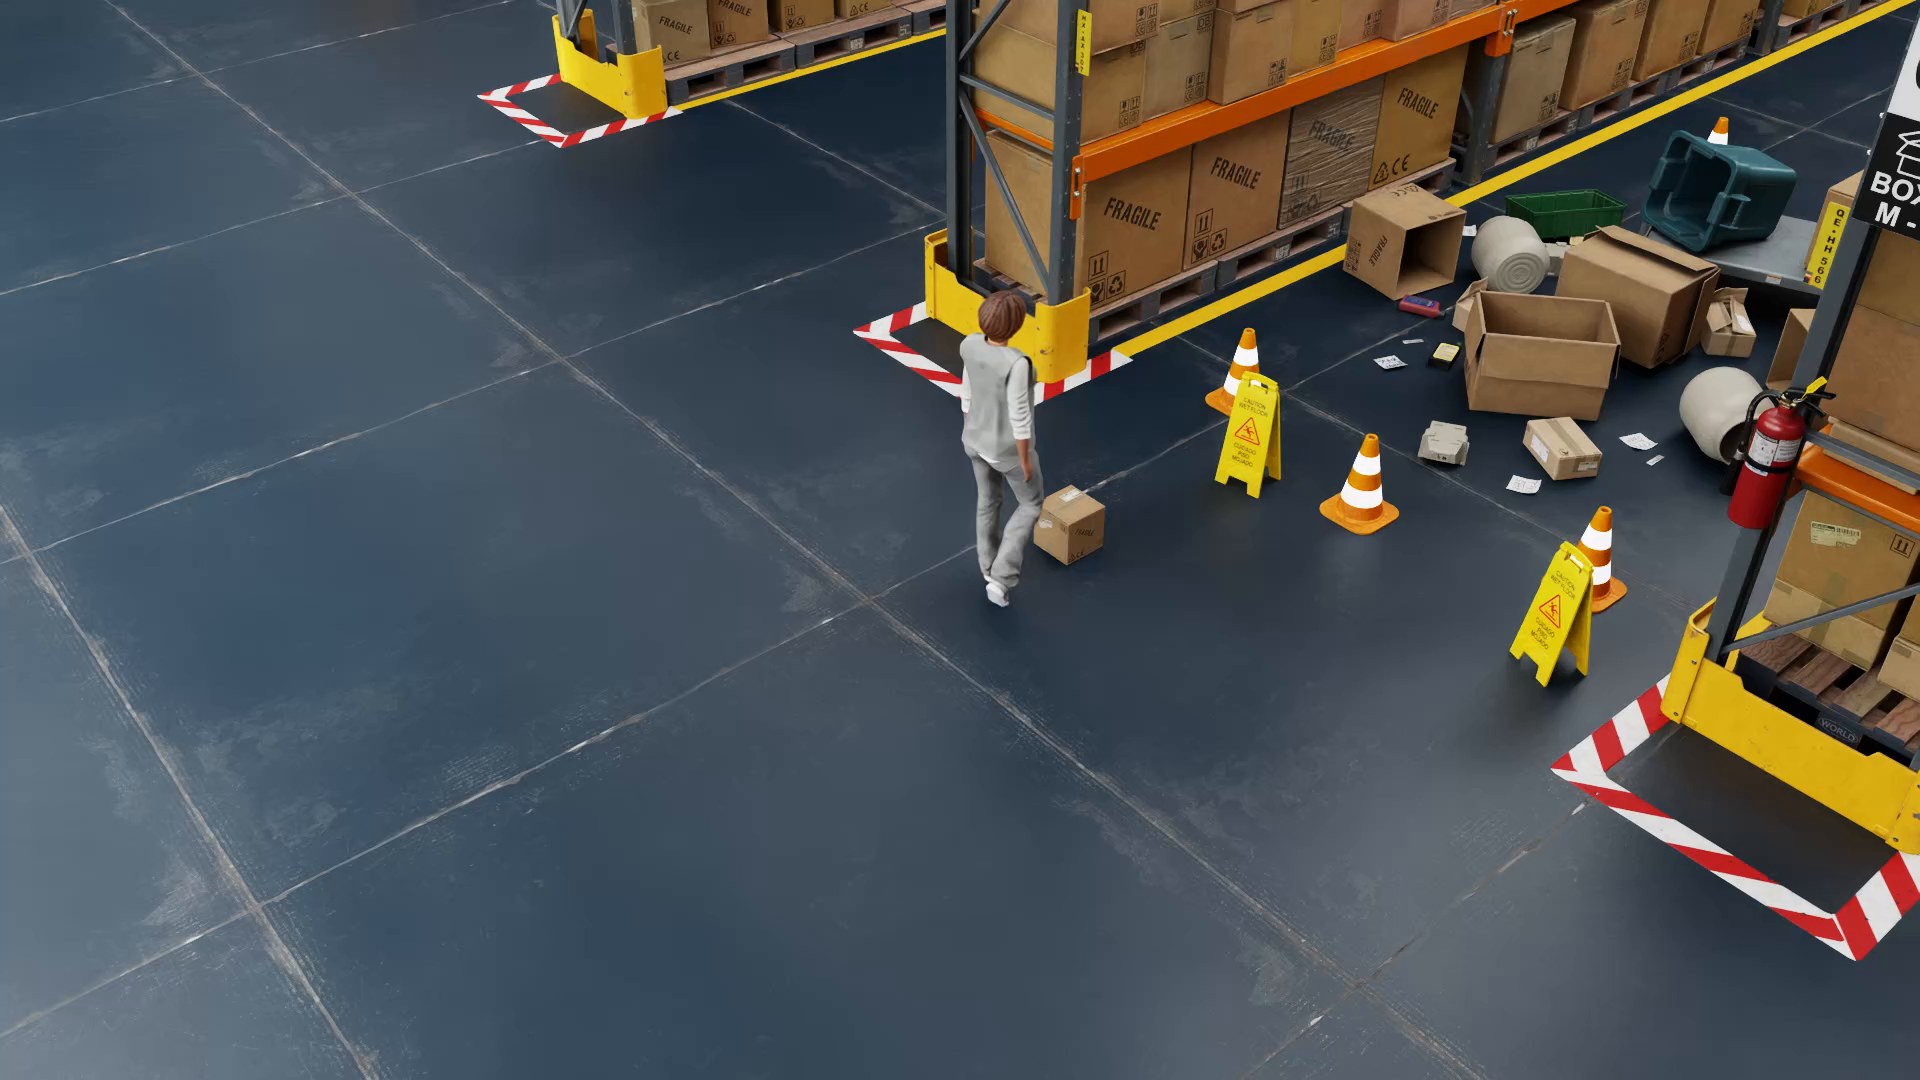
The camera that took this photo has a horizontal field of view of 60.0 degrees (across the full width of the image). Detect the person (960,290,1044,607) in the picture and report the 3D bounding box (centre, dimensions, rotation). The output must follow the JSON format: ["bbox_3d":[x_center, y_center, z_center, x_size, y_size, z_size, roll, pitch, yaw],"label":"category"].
[{"bbox_3d":[0.175,-0.438,7.661,0.444,1.592,0.467,28,45,33],"label":"person"}]
